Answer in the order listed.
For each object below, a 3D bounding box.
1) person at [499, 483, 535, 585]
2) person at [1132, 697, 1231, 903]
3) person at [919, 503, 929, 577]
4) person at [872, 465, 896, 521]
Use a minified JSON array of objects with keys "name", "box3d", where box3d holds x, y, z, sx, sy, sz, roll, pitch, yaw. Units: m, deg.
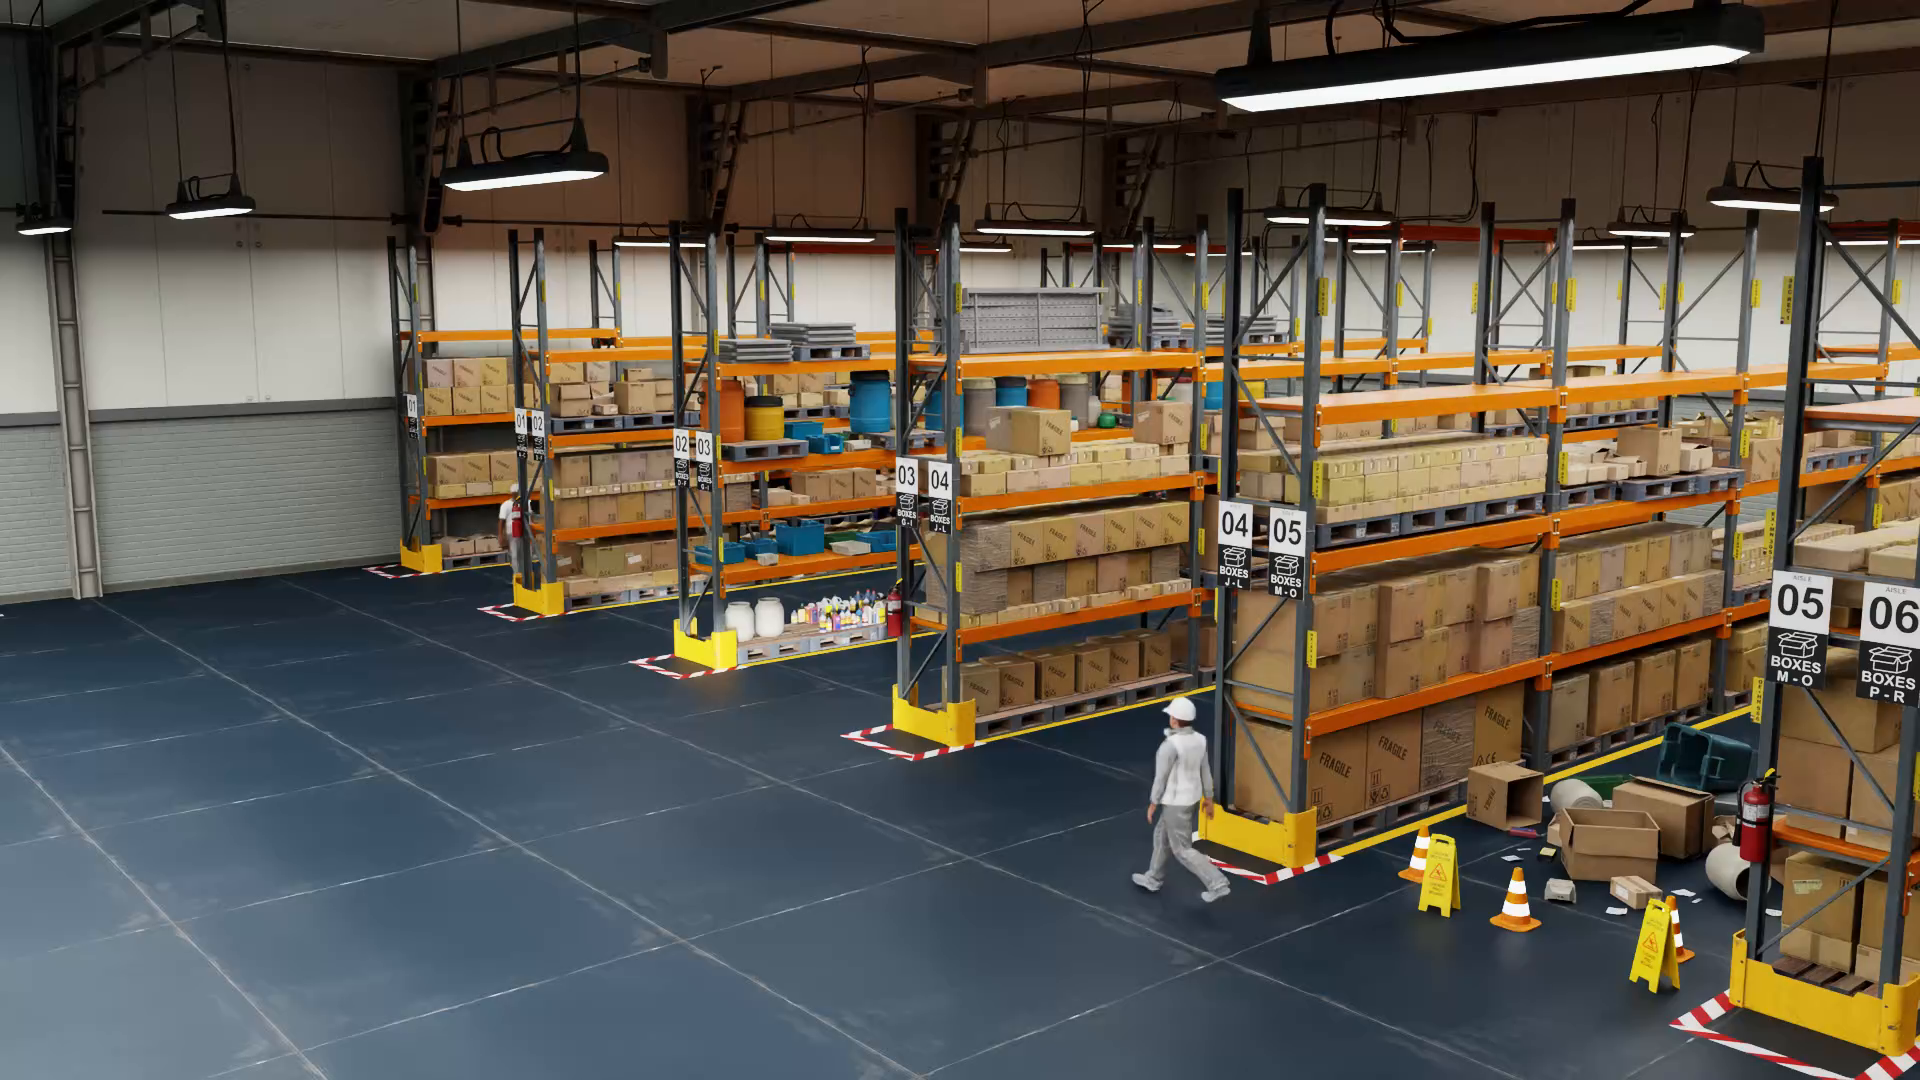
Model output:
[{"name":"person","box3d":[-7.640,-0.070,28.667,0.565,1.813,0.511,-1,9,-8]},{"name":"person","box3d":[1.843,2.184,13.943,0.981,1.750,0.510,4,10,26]},{"name":"person","box3d":[-0.408,-0.209,27.733,0.489,1.664,0.563,-6,10,-33]},{"name":"person","box3d":[-1.461,-0.686,32.941,0.981,1.599,0.592,-8,12,-41]}]
